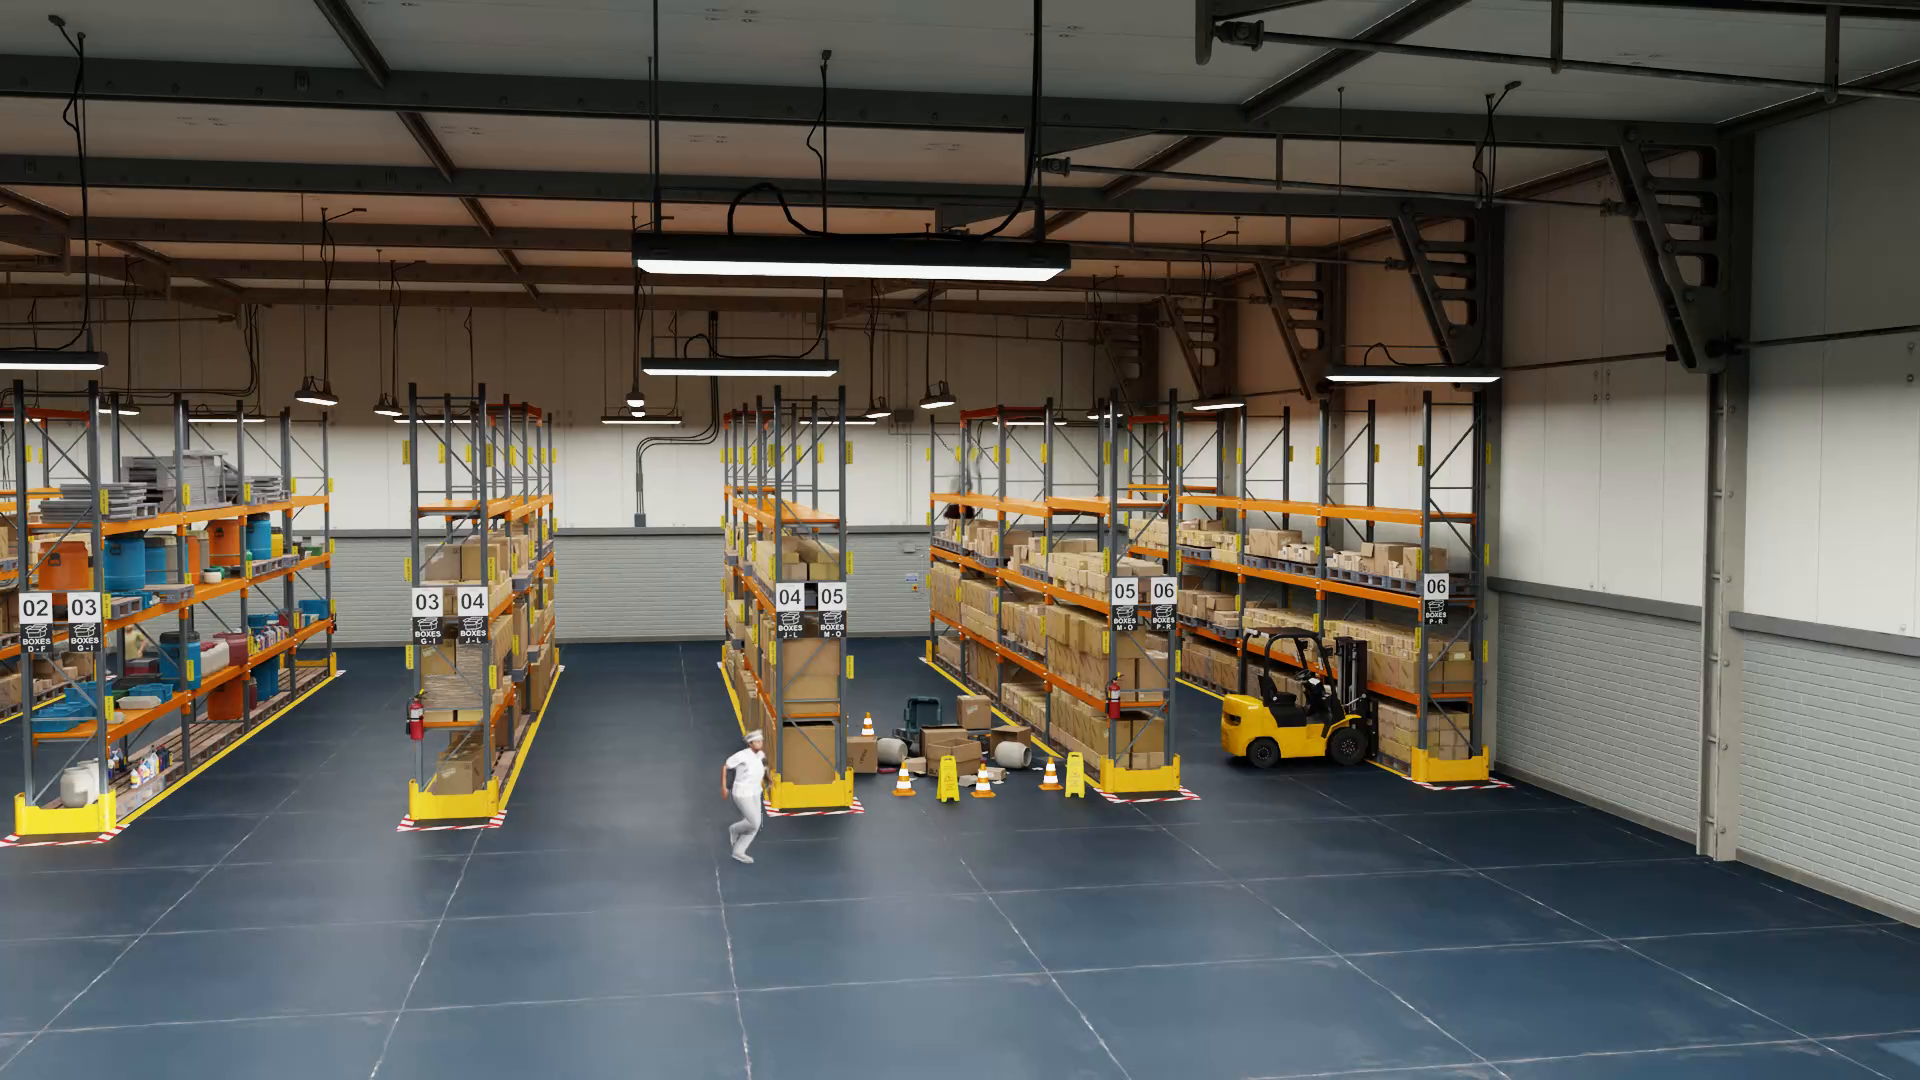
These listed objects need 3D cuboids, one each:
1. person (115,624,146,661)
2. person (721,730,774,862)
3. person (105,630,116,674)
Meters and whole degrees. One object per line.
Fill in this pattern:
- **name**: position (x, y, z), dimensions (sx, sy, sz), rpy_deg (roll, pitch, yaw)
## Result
- **person**: position (-16.953, 2.457, 33.957), dimensions (0.554, 1.681, 0.679), rpy_deg (-1, 3, -17)
- **person**: position (-2.570, 3.151, 20.463), dimensions (0.620, 1.647, 0.617), rpy_deg (2, 4, 36)
- **person**: position (-19.812, 2.212, 38.164), dimensions (0.719, 1.744, 0.712), rpy_deg (1, 3, 11)
